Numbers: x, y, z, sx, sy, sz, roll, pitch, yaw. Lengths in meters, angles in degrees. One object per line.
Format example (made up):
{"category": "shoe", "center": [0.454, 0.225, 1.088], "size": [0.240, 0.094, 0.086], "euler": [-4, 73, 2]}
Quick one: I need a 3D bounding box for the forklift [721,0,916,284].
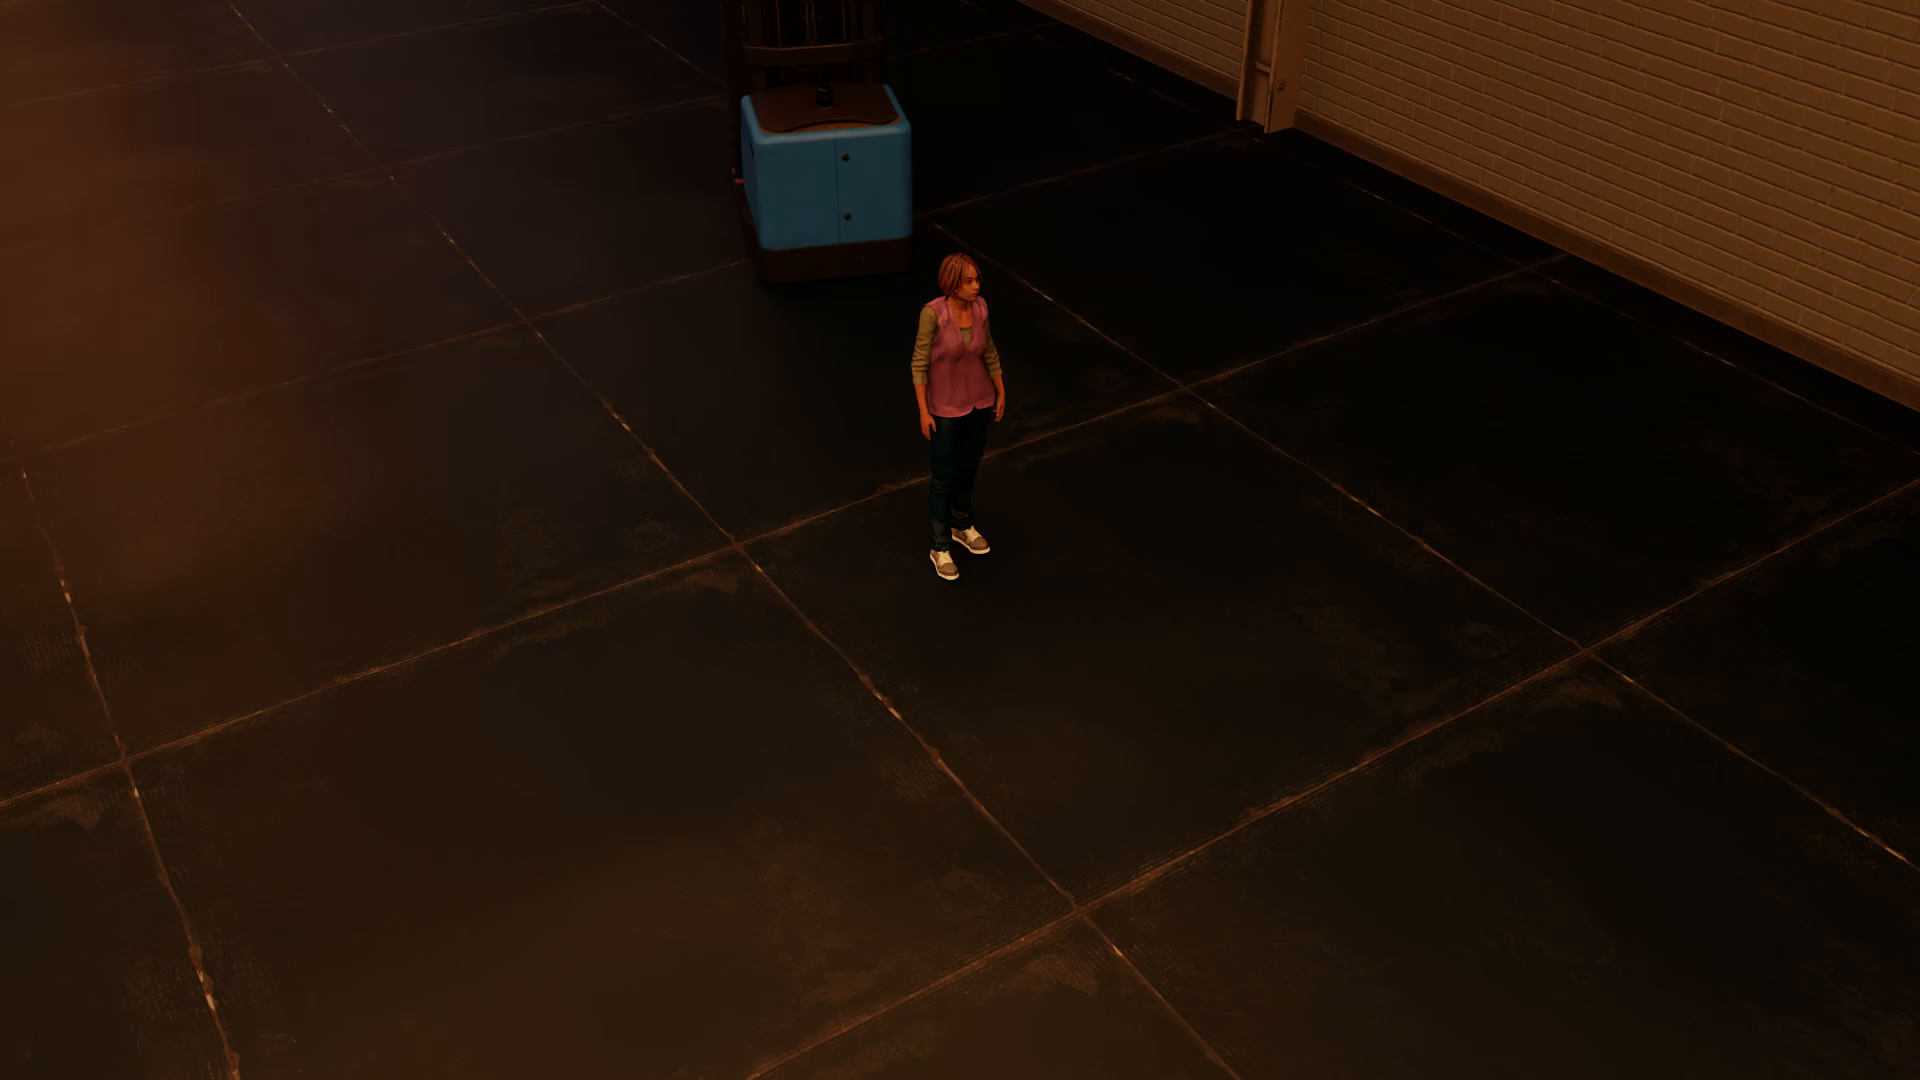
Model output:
{"category": "forklift", "center": [-1.115, -3.733, 11.461], "size": [1.130, 2.935, 3.031], "euler": [-7, 36, -10]}

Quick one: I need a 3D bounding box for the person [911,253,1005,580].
{"category": "person", "center": [0.028, -0.620, 8.177], "size": [0.520, 1.597, 0.476], "euler": [-21, 40, -27]}
